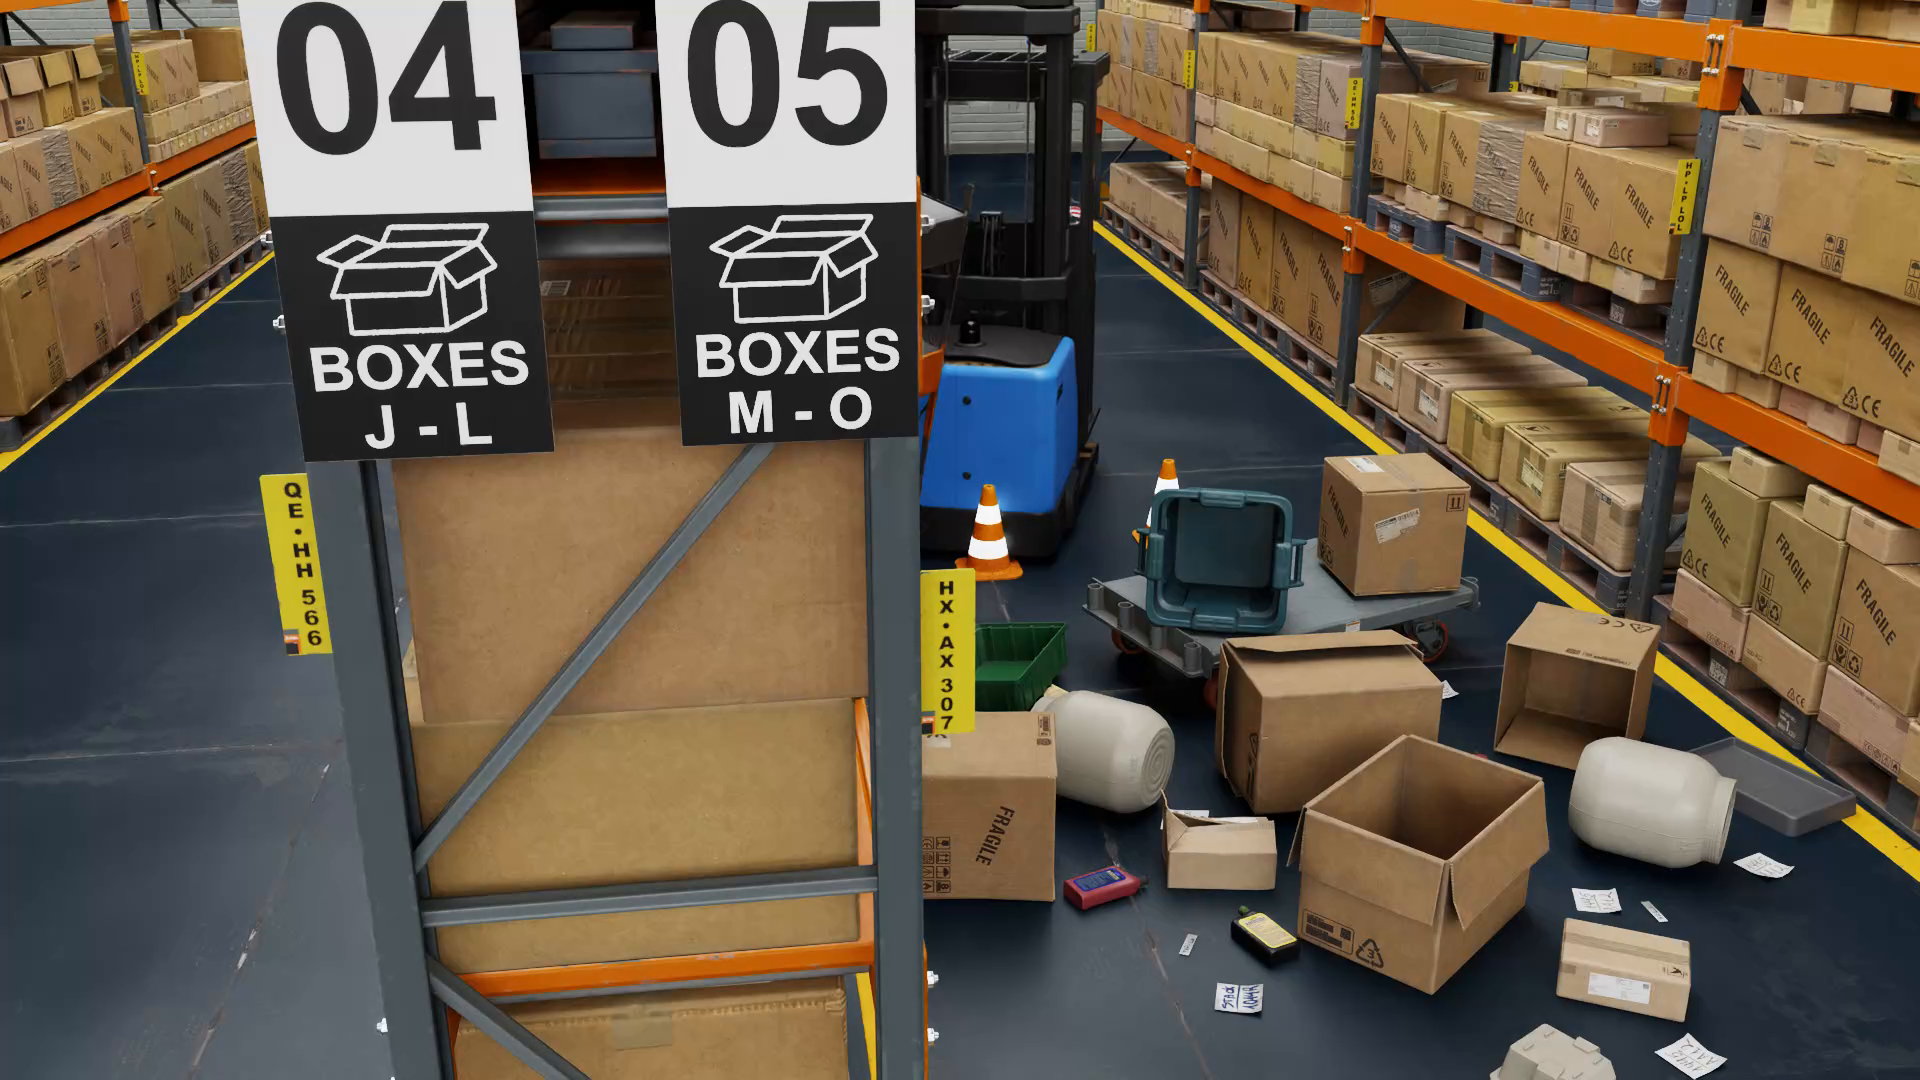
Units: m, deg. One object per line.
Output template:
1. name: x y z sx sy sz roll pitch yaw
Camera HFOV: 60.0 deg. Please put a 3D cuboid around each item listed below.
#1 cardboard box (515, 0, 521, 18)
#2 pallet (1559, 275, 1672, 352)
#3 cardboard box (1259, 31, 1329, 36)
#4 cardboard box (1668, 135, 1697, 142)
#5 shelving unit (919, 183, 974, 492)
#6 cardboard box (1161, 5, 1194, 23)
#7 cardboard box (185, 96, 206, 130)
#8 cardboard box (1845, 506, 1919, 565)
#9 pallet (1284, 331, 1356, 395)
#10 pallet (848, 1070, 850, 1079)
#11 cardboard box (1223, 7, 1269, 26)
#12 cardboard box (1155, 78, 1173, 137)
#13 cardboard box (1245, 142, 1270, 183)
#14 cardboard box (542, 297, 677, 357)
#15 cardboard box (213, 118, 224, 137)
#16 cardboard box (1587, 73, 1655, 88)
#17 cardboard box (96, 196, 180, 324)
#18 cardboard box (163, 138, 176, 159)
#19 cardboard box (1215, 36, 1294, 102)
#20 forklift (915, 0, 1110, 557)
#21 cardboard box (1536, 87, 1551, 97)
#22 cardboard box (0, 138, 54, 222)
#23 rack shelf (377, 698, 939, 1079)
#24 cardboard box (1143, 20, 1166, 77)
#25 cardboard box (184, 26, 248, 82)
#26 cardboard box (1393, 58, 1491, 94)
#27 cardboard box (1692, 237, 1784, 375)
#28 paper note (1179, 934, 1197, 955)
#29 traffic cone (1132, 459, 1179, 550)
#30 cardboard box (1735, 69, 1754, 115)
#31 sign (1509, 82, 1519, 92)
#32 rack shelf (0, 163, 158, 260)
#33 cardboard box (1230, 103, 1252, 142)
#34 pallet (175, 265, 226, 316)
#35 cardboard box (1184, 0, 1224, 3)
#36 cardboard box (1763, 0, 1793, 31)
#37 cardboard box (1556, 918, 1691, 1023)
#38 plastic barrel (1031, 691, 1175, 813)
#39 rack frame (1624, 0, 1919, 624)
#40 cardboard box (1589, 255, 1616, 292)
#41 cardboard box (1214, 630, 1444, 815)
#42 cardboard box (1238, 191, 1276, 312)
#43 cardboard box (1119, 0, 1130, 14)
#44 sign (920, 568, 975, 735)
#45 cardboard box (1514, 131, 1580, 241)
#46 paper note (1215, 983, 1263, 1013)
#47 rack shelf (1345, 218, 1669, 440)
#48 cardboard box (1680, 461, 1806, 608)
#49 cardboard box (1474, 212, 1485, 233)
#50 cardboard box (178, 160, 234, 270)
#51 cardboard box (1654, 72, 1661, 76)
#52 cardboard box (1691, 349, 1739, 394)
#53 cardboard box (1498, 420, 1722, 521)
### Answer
1. cardboard box: -0.956 -0.955 2.814 0.380 0.149 0.250 -3 21 -8
2. pallet: 3.768 -1.177 8.356 1.003 0.211 1.213 -3 21 -8
3. cardboard box: 2.894 -4.138 14.437 0.500 0.500 0.500 -2 21 -6
4. cardboard box: 3.820 -1.900 8.849 0.500 0.500 0.500 -3 21 -8
5. shelving unit: -0.415 -0.765 8.168 0.431 2.100 0.503 29 35 29
6. cardboard box: 2.139 -5.030 15.897 0.380 0.149 0.250 -3 21 -8
7. cardboard box: -7.181 -3.862 15.058 0.500 0.250 0.500 -2 21 -6
8. cardboard box: 3.629 -0.024 6.324 0.380 0.149 0.250 -2 21 -5
9. pallet: 3.119 -1.351 12.531 1.003 0.211 1.213 -3 21 -8
10. pallet: -0.765 1.708 4.342 1.003 0.211 1.213 -3 21 -8
11. cardboard box: 2.661 -4.881 15.498 0.380 0.149 0.250 -3 21 -8
12. cardboard box: 2.182 -4.138 15.864 0.500 0.500 0.500 -3 21 -9
13. cardboard box: 2.581 -2.998 13.171 0.500 0.250 0.500 -3 21 -9
14. cardboard box: -0.758 -0.218 3.755 0.875 0.550 0.550 -3 21 -8
15. cardboard box: -7.204 -3.897 15.721 0.380 0.149 0.250 -3 21 -7
16. cardboard box: 6.959 -4.774 17.501 0.500 0.250 0.500 -3 21 -9
17. cardboard box: -7.113 -2.246 13.379 1.225 0.875 0.875 -3 21 -8
18. cardboard box: -6.976 -3.358 14.278 0.380 0.149 0.250 -4 21 -10
19. cardboard box: 2.461 -3.939 13.903 0.500 0.500 0.500 -3 21 -8
20. forklift: 0.263 -1.764 9.749 1.130 2.935 3.031 4 21 10
21. cardboard box: 6.775 -5.071 18.864 0.380 0.149 0.250 -2 21 -6
22. cardboard box: -6.603 -2.465 11.386 0.500 0.500 0.500 -3 21 -9
23. rack shelf: -0.861 0.319 5.104 1.077 0.370 4.000 -3 21 -8
24. cardboard box: 2.092 -4.782 16.160 0.500 0.500 0.500 -3 21 -7
25. cardboard box: -7.471 -4.915 16.807 0.500 0.500 0.500 -3 21 -7
26. cardboard box: 3.329 -3.079 11.600 0.500 0.500 0.500 -4 21 -10
27. cardboard box: 3.522 -1.015 7.079 0.500 0.500 0.500 -3 21 -8
28. paper note: 0.765 1.356 5.572 0.032 0.001 0.123 8 22 20
29. traffic cone: 1.139 -0.216 9.132 0.336 0.463 0.334 -3 21 -8
30. cardboard box: 7.341 -4.082 15.114 0.700 0.500 0.500 -2 21 -6
31. sign: 3.694 -2.916 11.195 0.100 0.325 0.005 -3 21 -8
32. rack shelf: -6.937 -2.236 11.944 1.077 0.370 4.000 -3 21 -8
33. cardboard box: 2.515 -3.407 13.552 0.500 0.250 0.500 -3 21 -7
34. pallet: -7.257 -2.226 14.875 1.003 0.211 1.213 -3 21 -8
35. cardboard box: 2.493 -5.416 16.931 0.380 0.149 0.250 -2 21 -6
36. cardboard box: 3.535 -2.161 6.787 0.380 0.149 0.250 -3 21 -9
37. cardboard box: 2.124 1.373 5.326 0.380 0.149 0.250 8 22 20
38. plastic barrel: 0.532 0.812 6.438 0.512 0.421 0.421 12 24 30
39. rack frame: 3.735 -0.995 7.594 1.000 3.000 0.127 -3 21 -8
40. cardboard box: 3.367 -1.331 8.251 0.380 0.149 0.250 -4 21 -9
41. cardboard box: 1.410 0.692 6.451 0.797 0.637 0.503 -3 21 -8
42. cardboard box: 2.888 -2.444 13.908 0.875 0.875 0.875 -2 21 -6
43. cardboard box: 1.870 -5.559 17.314 0.380 0.149 0.250 -4 21 -10
44. sign: -0.022 0.206 3.028 0.100 0.325 0.005 -3 21 -8
45. cardboard box: 3.300 -1.877 8.787 0.500 0.500 0.500 -2 21 -6
46. paper note: 0.888 1.452 5.288 0.144 0.017 0.142 4 21 11
47. rack shelf: 3.446 -1.351 9.574 1.077 0.370 4.000 -3 21 -8
48. cardboard box: 3.553 -0.037 7.287 0.500 0.500 0.500 -2 21 -5
49. cardboard box: 3.233 -1.869 9.692 0.380 0.149 0.250 -2 21 -6
50. cardboard box: -7.371 -3.011 15.427 0.875 0.875 0.875 -3 21 -8
51. cardboard box: 7.460 -4.794 17.553 0.500 0.250 0.500 -3 21 -8
52. cardboard box: 3.463 -0.752 7.302 0.380 0.149 0.250 -3 21 -8
53. cardboard box: 3.550 -0.391 9.132 0.950 0.372 0.625 -2 21 -4
